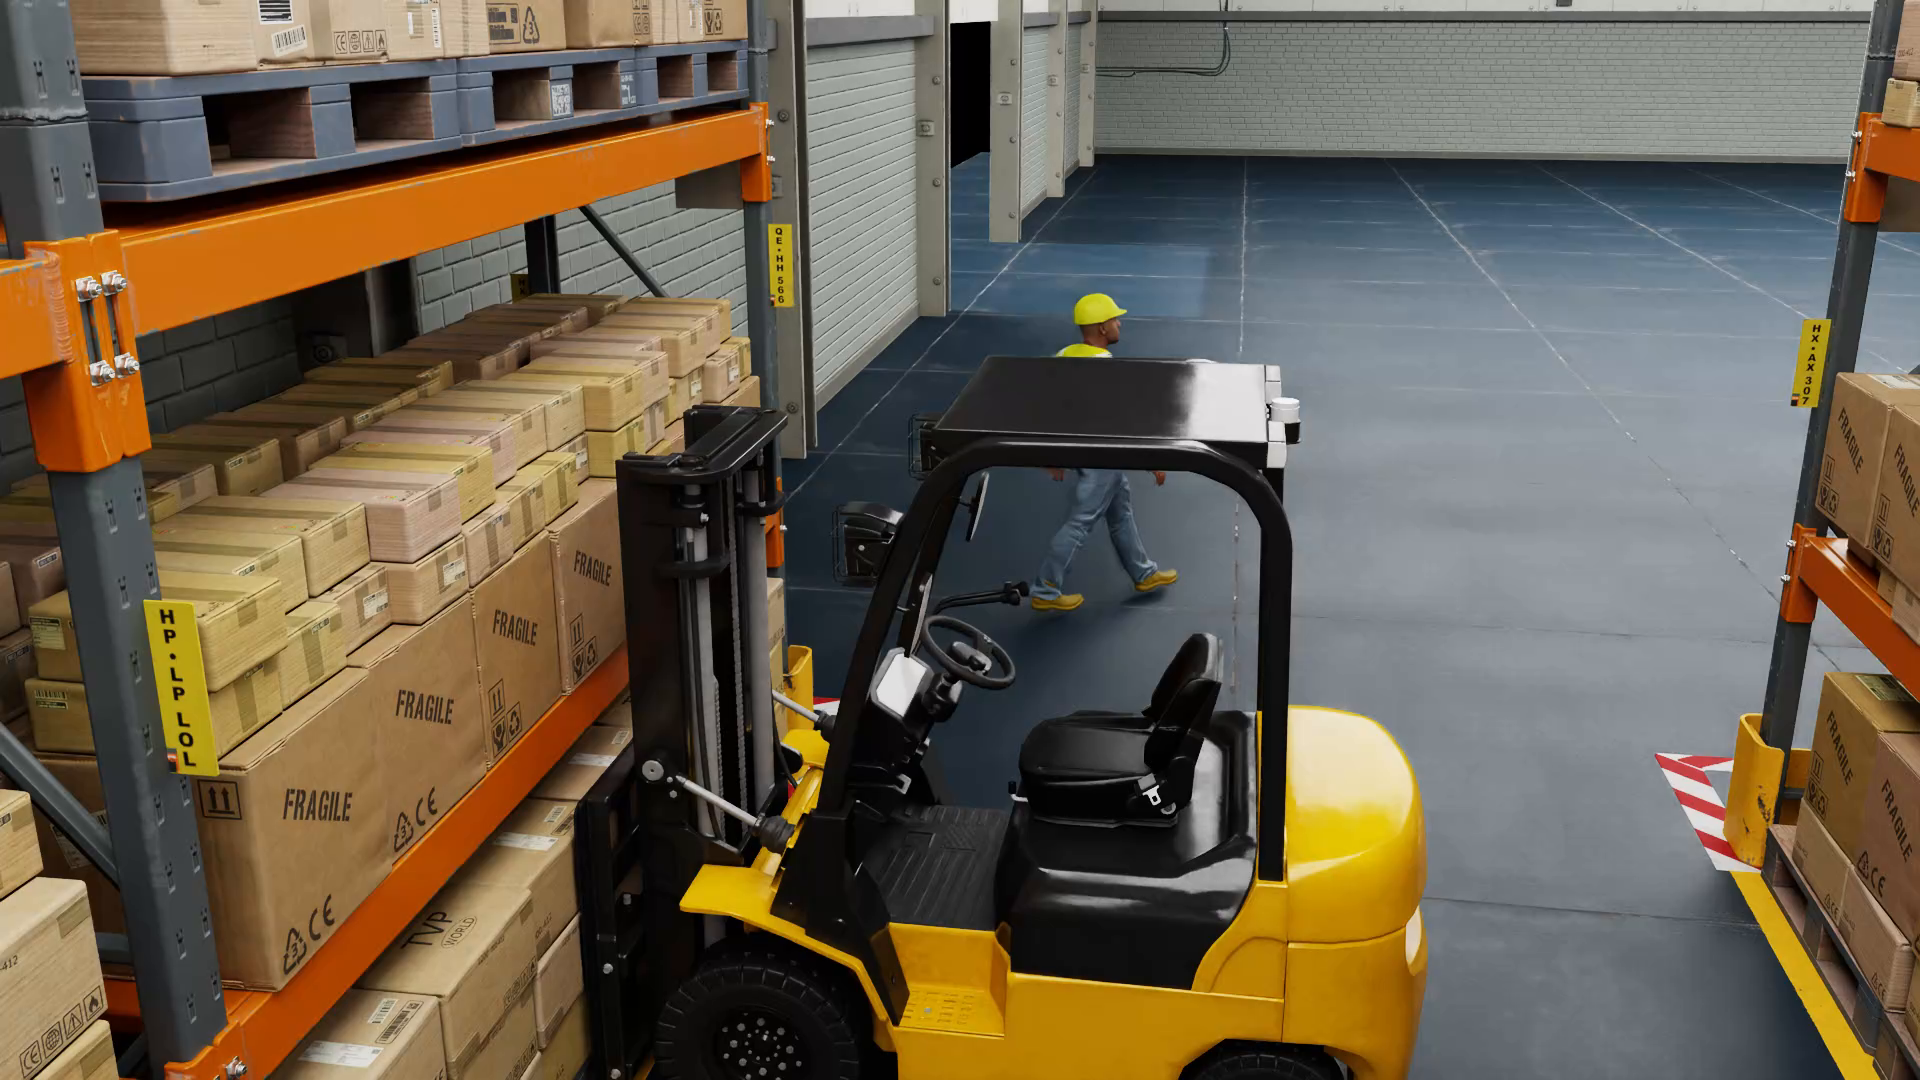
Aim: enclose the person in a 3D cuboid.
[{"bbox_3d":[0.834,-0.480,8.974,1.002,1.711,0.609,-7,19,-20],"label":"person"}]
